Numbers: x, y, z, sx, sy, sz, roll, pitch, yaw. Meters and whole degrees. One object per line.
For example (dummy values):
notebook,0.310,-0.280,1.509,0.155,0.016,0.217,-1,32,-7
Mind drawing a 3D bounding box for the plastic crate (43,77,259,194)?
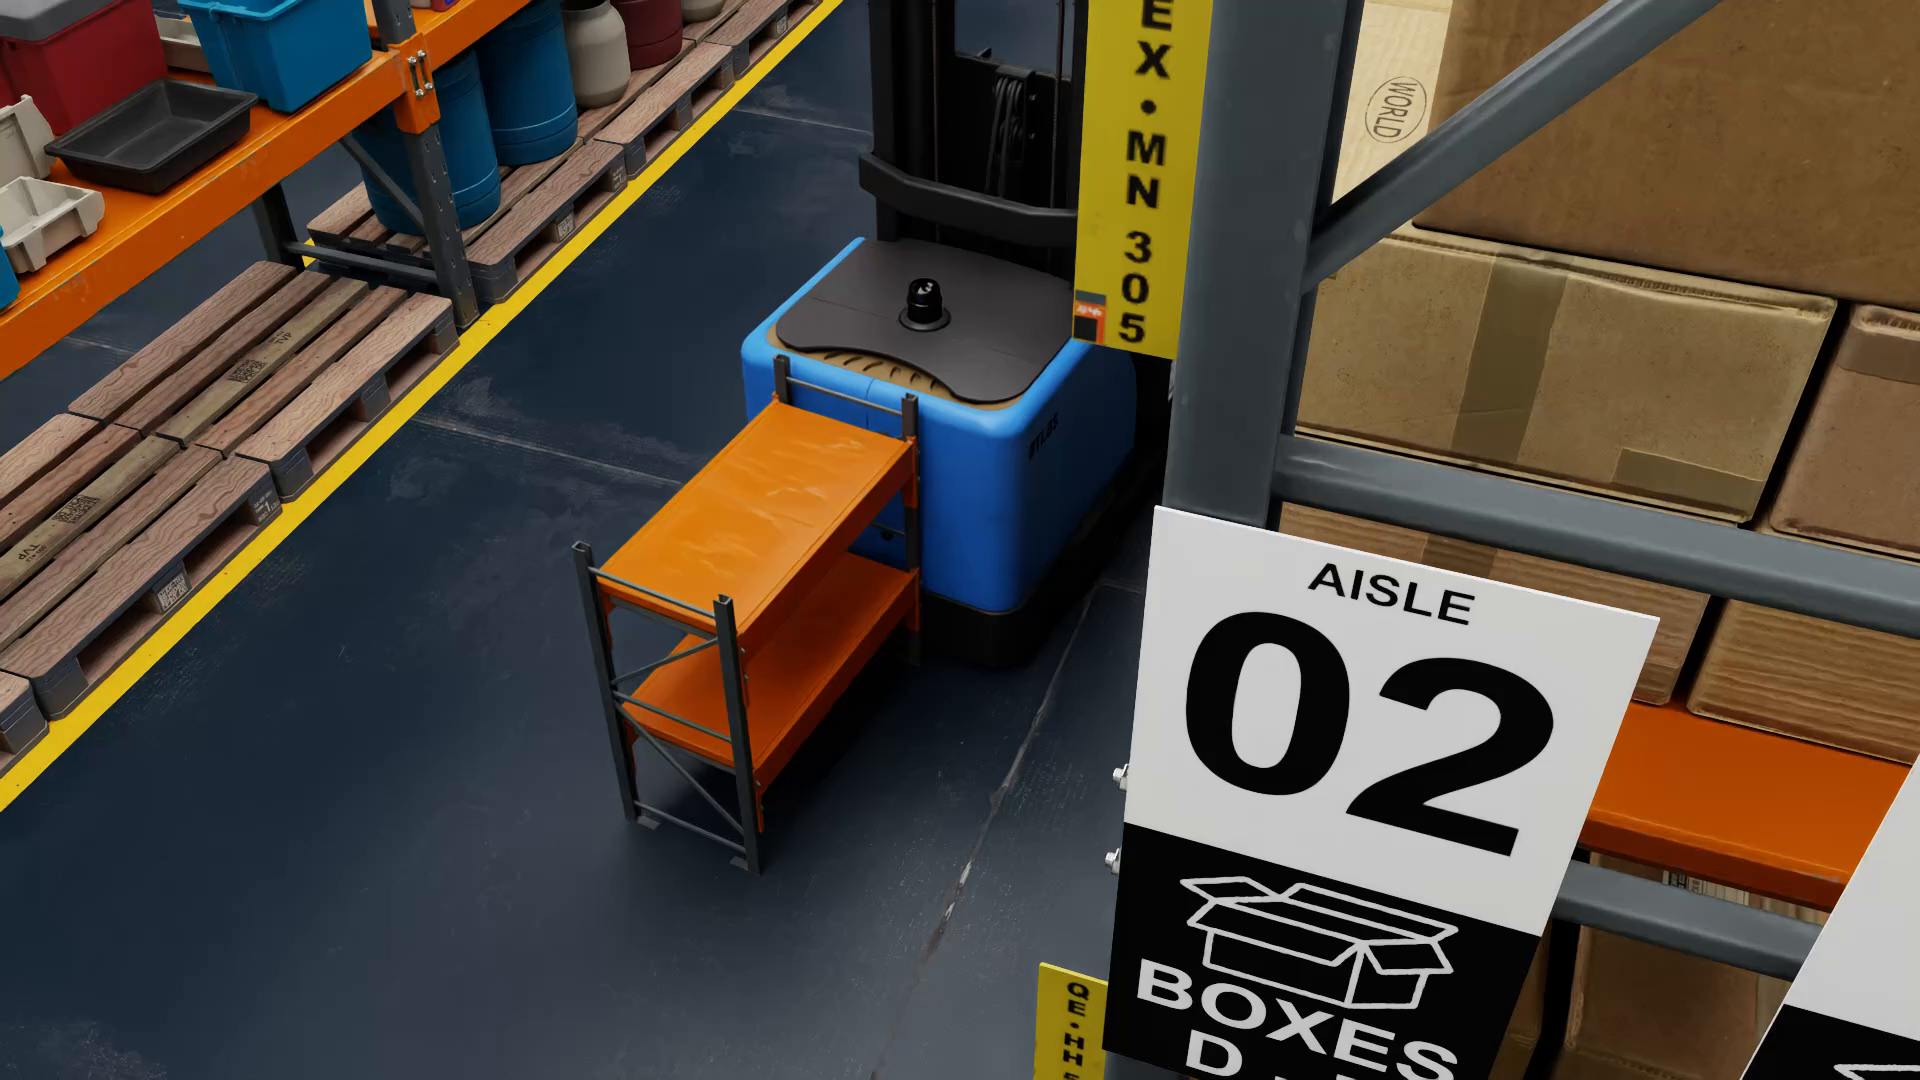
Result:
plastic crate,-2.760,-1.386,5.729,0.437,0.125,0.590,13,42,15

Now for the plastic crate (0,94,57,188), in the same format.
plastic crate,-3.325,-1.297,5.505,0.437,0.282,0.530,13,42,15

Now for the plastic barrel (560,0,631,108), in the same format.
plastic barrel,-1.908,-2.508,8.472,0.421,0.512,0.421,0,40,0

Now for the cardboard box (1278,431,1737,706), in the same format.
cardboard box,0.584,-0.125,1.889,0.500,0.250,0.500,13,42,15

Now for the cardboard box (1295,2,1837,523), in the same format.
cardboard box,0.592,-0.313,1.725,0.500,0.250,0.500,13,42,15

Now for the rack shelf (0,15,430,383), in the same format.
rack shelf,-3.314,-0.717,5.333,1.077,0.370,4.000,13,42,15

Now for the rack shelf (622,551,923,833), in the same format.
rack shelf,-0.589,0.406,5.285,0.538,0.278,1.000,19,44,20

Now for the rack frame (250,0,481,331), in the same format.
rack frame,-2.630,-2.210,6.529,1.000,3.000,0.127,13,42,15

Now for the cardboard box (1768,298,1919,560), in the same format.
cardboard box,1.076,-0.199,1.591,0.500,0.250,0.500,13,42,15

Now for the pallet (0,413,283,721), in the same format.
pallet,-3.260,0.055,6.023,1.003,0.211,1.213,13,42,15

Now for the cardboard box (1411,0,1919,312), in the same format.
cardboard box,0.816,-0.545,1.419,0.700,0.500,0.500,13,42,15

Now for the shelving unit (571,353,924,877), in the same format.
shelving unit,-0.589,0.220,5.126,0.538,1.125,1.048,19,44,20

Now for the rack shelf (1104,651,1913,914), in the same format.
rack shelf,1.340,-0.756,3.068,1.077,0.370,4.000,13,42,15

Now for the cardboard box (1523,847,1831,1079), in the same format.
cardboard box,1.055,0.701,2.270,0.500,0.500,0.500,15,43,16

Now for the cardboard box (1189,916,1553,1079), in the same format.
cardboard box,0.550,0.580,2.411,0.500,0.500,0.500,13,42,15

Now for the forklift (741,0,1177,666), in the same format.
forklift,0.399,-1.637,5.910,1.130,2.935,3.031,19,44,20

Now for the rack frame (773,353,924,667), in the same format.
rack frame,-0.355,-0.074,5.470,0.500,1.125,0.032,19,44,20

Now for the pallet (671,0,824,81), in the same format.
pallet,-1.492,-3.099,9.719,1.003,0.211,1.213,13,42,15

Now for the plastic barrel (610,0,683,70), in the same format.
plastic barrel,-1.799,-2.901,8.874,0.600,0.588,0.708,13,42,15

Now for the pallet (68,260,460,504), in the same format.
pallet,-2.845,-0.692,6.899,1.003,0.211,1.213,13,42,15

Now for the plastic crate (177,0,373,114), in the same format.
plastic crate,-2.469,-1.866,6.093,0.392,0.384,0.575,13,42,15

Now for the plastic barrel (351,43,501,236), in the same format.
plastic barrel,-2.428,-1.900,7.459,0.600,0.901,0.708,13,42,15

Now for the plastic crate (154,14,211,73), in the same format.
plastic crate,-2.923,-1.880,6.300,0.396,0.136,0.243,13,42,15

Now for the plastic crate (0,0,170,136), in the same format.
plastic crate,-3.171,-1.768,5.916,0.402,0.464,0.583,13,42,15

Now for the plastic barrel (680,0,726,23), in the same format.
plastic barrel,-1.522,-3.197,9.279,0.421,0.512,0.421,0,40,0

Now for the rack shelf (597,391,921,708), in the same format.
rack shelf,-0.589,-0.003,4.936,0.538,0.278,1.000,19,44,20

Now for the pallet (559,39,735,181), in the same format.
pallet,-1.911,-2.357,8.850,1.003,0.211,1.213,13,42,15

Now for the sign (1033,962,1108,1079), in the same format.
sign,0.141,0.635,2.059,0.100,0.325,0.005,13,42,15

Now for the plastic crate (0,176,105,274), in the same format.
plastic crate,-2.943,-1.004,5.272,0.293,0.136,0.466,13,42,15

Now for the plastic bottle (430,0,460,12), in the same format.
plastic bottle,-2.103,-2.295,6.718,0.061,0.283,0.133,13,42,15

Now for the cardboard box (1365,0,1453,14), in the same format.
cardboard box,0.763,-0.618,2.082,0.500,0.250,0.500,13,42,15

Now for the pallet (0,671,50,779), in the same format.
pallet,-3.679,0.796,5.154,1.003,0.211,1.213,13,42,15

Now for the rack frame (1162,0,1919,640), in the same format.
rack frame,0.656,-0.951,0.431,1.000,3.000,0.127,13,42,15

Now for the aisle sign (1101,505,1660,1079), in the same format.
aisle sign,0.345,0.316,1.566,0.394,0.787,0.004,13,42,15

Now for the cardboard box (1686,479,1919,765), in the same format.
cardboard box,1.071,-0.010,1.755,0.500,0.250,0.500,13,42,15

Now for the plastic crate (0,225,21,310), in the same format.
plastic crate,-3.051,-0.793,4.951,0.416,0.233,0.300,13,42,15

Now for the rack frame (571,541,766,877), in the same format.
rack frame,-0.822,0.513,4.783,0.500,1.125,0.032,19,44,20

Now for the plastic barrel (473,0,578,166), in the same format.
plastic barrel,-2.186,-2.331,7.965,0.600,0.901,0.708,13,42,15

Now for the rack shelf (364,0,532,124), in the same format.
rack shelf,-1.946,-3.156,8.193,1.077,0.370,4.000,13,42,15

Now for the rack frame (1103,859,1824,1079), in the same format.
rack frame,0.656,1.331,2.378,1.000,3.000,0.127,13,42,15

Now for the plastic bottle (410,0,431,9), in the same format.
plastic bottle,-2.191,-2.359,6.742,0.144,0.351,0.185,13,42,15

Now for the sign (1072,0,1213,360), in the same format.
sign,0.141,-0.282,1.276,0.100,0.325,0.005,13,42,15

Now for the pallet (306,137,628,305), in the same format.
pallet,-2.327,-1.611,7.975,1.003,0.211,1.213,13,42,15
